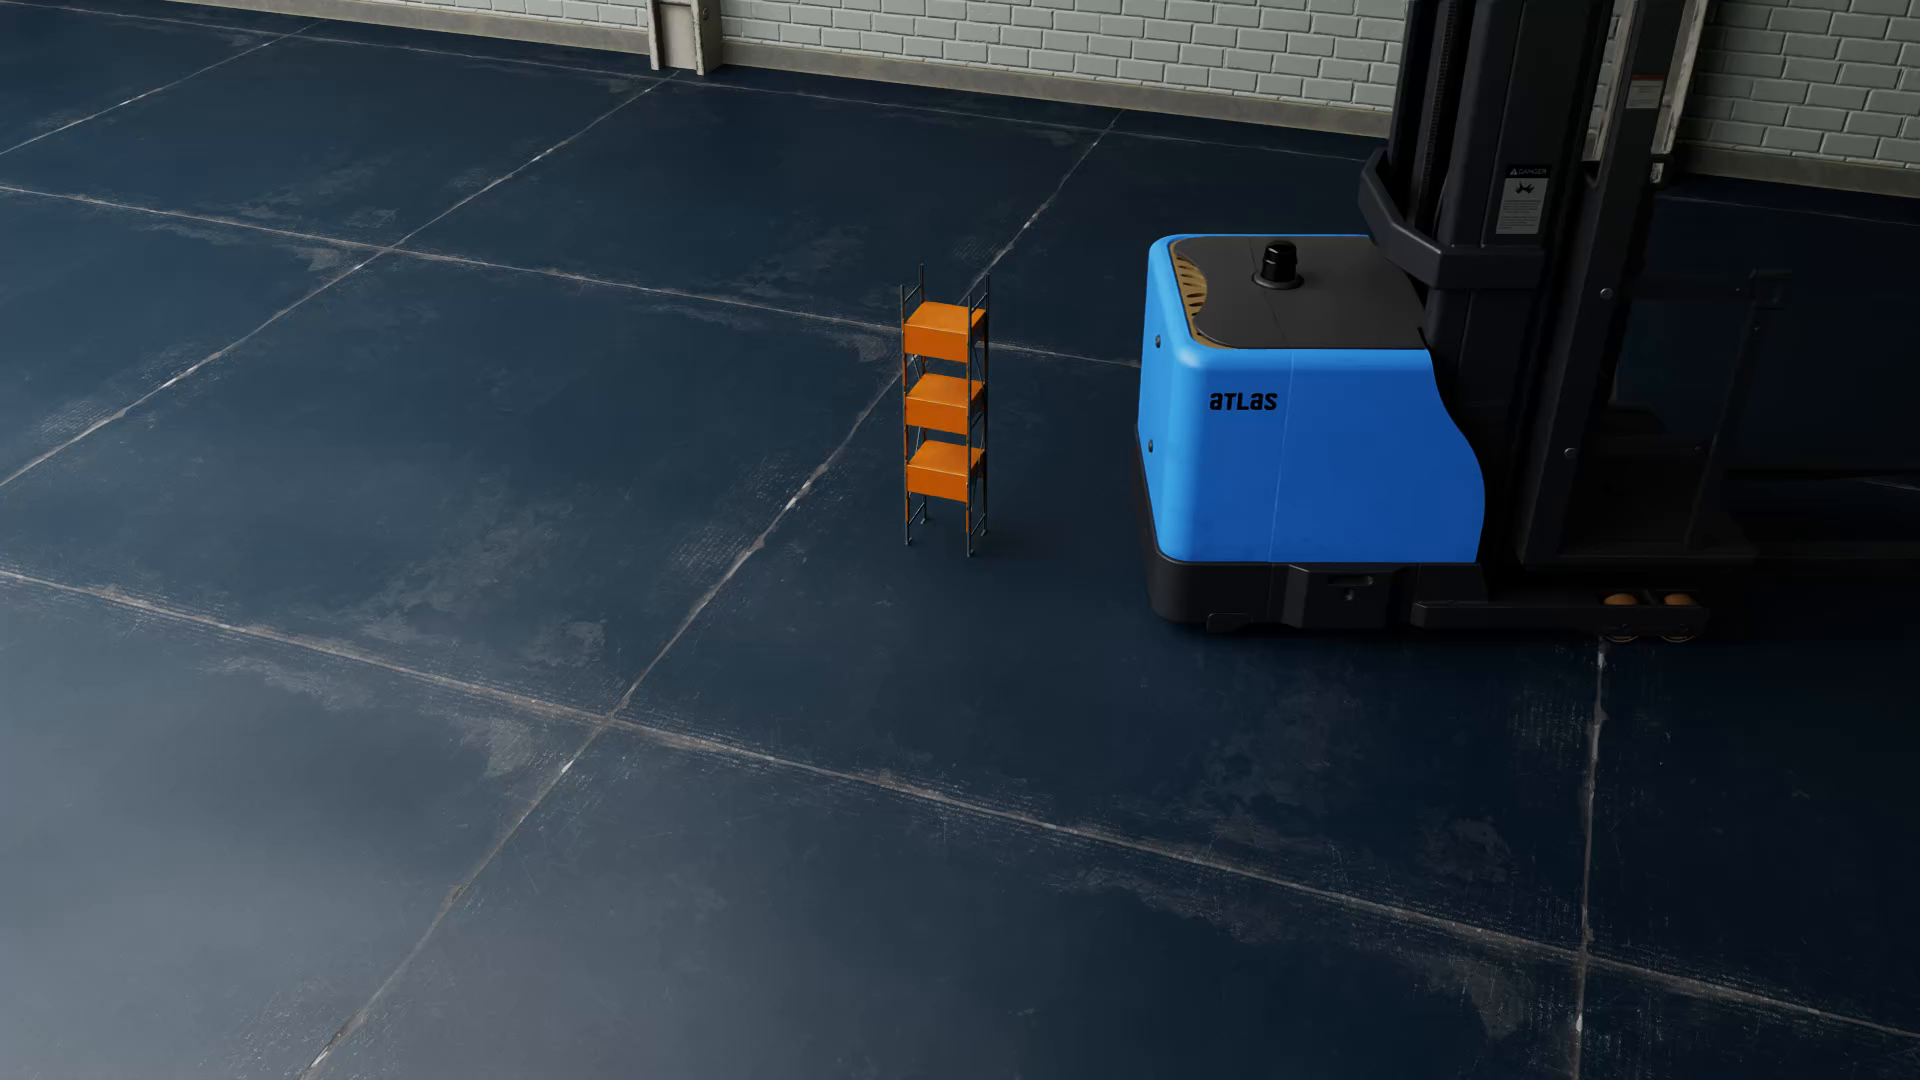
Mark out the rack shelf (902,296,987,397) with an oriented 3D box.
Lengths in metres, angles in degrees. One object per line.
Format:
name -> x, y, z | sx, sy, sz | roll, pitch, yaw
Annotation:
rack shelf -> -0.050, -0.680, 5.832 | 0.240, 0.259, 0.215 | 11, 34, 16

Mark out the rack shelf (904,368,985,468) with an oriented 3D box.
rack shelf -> -0.050, -0.442, 5.986 | 0.240, 0.259, 0.215 | 11, 34, 16

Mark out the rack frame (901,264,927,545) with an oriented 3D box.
rack frame -> -0.165, -0.473, 6.015 | 0.008, 1.050, 0.200 | 11, 34, 16

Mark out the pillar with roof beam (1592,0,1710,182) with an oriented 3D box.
pillar with roof beam -> 2.366, -3.682, 3.656 | 0.400, 9.000, 9.100 | 11, 34, 16

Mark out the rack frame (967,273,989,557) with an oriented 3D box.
rack frame -> 0.064, -0.429, 5.946 | 0.008, 1.050, 0.200 | 11, 34, 16

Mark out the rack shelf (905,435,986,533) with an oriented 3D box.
rack shelf -> -0.050, -0.208, 6.137 | 0.240, 0.259, 0.215 | 11, 34, 16

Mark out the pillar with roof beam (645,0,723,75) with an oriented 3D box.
pillar with roof beam -> -3.282, -4.780, 5.357 | 0.400, 9.000, 9.100 | 11, 34, 16

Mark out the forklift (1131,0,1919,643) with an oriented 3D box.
forklift -> 2.178, -1.170, 5.361 | 3.031, 2.935, 1.130 | 0, 33, 0

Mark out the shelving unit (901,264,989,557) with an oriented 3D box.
shelving unit -> -0.050, -0.451, 5.980 | 0.252, 1.050, 0.215 | 11, 34, 16
